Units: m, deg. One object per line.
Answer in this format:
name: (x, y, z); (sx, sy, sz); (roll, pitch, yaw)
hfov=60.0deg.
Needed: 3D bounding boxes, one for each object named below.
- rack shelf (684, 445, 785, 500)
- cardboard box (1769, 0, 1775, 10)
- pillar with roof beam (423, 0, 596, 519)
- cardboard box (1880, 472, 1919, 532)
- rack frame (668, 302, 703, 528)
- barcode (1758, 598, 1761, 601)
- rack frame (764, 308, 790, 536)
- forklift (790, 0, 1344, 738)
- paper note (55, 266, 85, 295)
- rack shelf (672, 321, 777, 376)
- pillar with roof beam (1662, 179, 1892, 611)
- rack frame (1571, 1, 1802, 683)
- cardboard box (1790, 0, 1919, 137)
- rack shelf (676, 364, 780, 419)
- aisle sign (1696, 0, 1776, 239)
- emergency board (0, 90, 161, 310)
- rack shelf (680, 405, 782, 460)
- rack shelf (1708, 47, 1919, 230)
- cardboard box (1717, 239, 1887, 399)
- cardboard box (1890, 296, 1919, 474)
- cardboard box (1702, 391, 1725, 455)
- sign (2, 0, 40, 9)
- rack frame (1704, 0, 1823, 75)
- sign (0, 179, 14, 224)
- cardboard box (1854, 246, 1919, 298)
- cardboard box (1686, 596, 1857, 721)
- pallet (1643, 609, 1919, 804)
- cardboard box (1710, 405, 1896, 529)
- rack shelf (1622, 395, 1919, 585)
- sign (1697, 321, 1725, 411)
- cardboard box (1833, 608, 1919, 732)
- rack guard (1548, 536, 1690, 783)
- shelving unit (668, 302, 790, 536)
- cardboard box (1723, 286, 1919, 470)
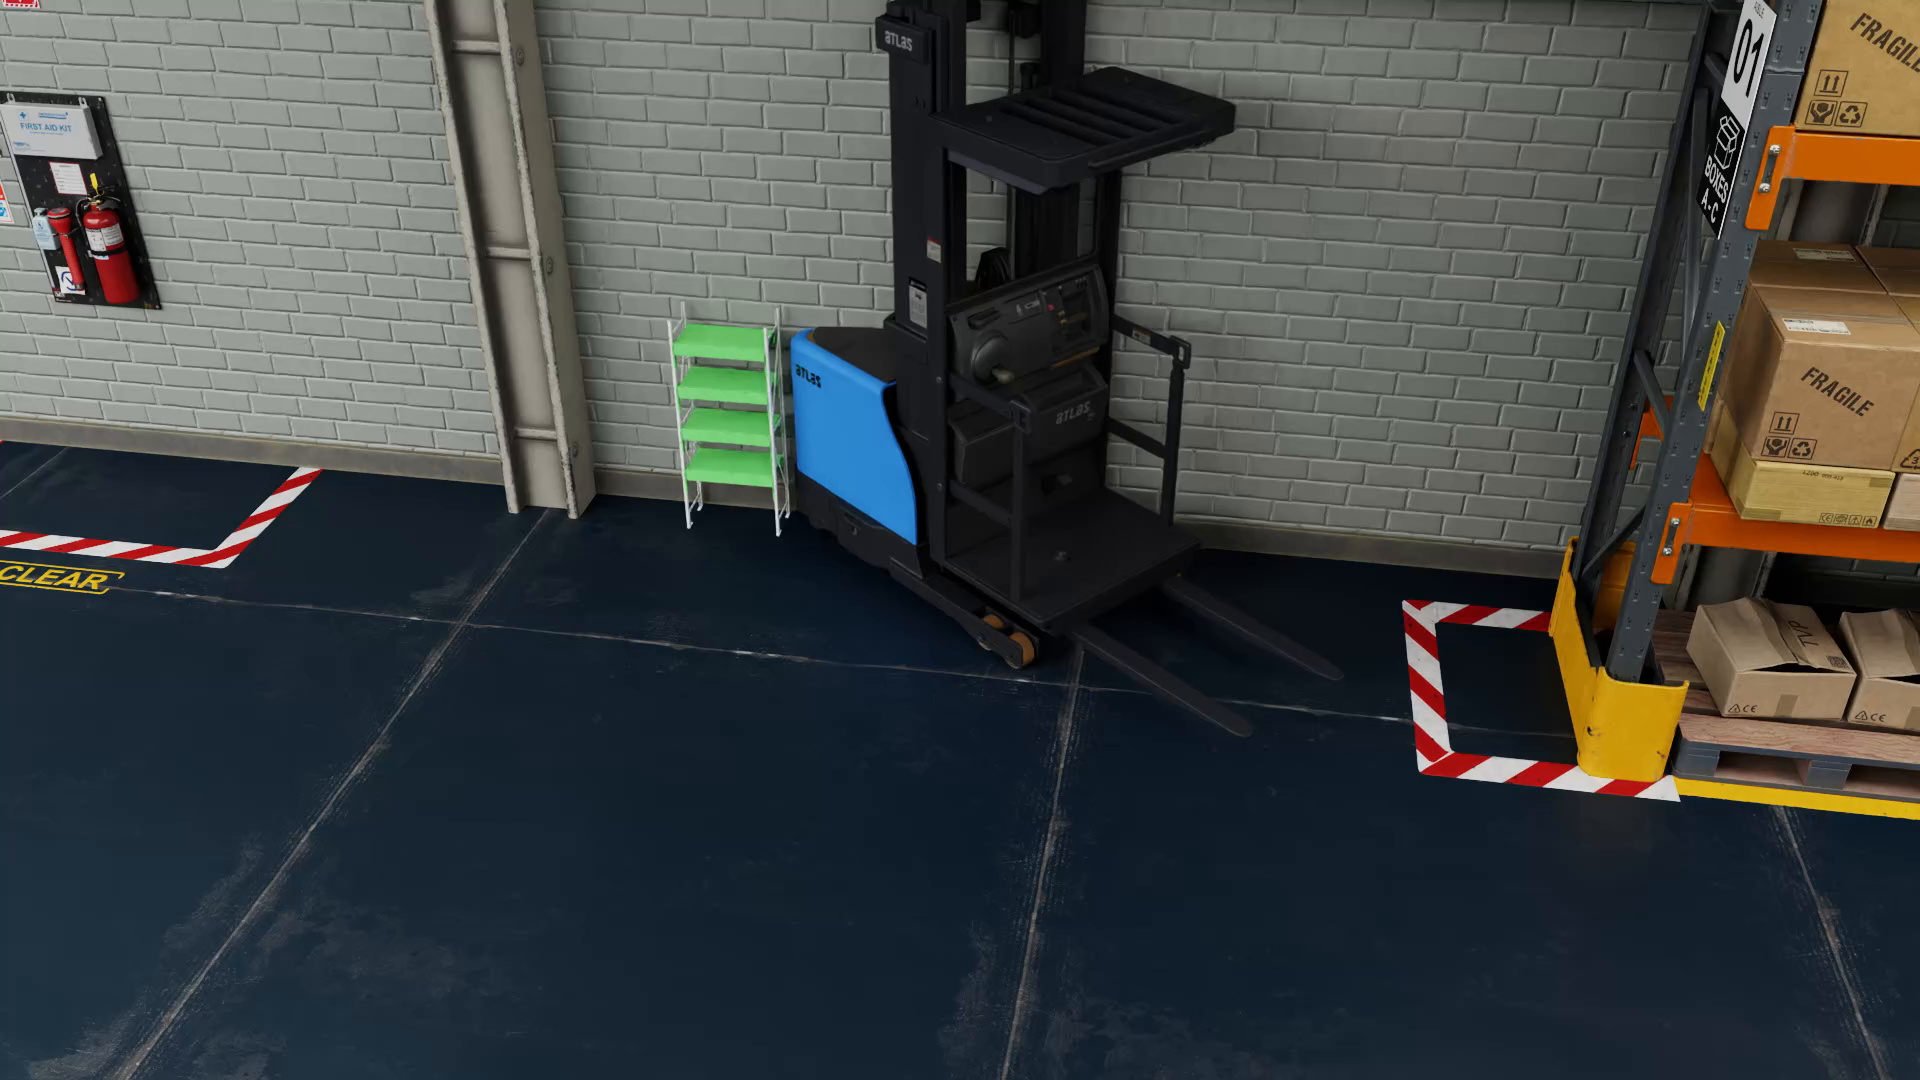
rack shelf: (-1.182, -0.356, 8.758); (0.480, 0.148, 0.258); (5, 32, 8)
cardboard box: (3.313, -1.976, 6.139); (0.500, 0.500, 0.500); (7, 33, 12)
pillar with roof beam: (-2.944, -1.775, 3.105); (0.400, 9.000, 9.100); (5, 32, 8)
cardboard box: (3.801, -0.255, 6.452); (0.500, 0.250, 0.500); (4, 32, 7)
rack frame: (-1.421, -0.635, 8.628); (0.015, 1.200, 0.240); (5, 32, 8)
barcode: (3.611, 0.292, 7.567); (0.075, 0.075, 0.001); (5, 32, 8)
rack frame: (-0.939, -0.592, 8.564); (0.015, 1.200, 0.240); (5, 32, 8)
forklift: (0.466, -0.946, 7.498); (1.130, 2.935, 3.031); (-25, 40, -34)
paper note: (-4.812, -1.403, 8.994); (0.142, 0.148, 0.016); (5, 32, 8)
rack shelf: (-1.178, -0.966, 8.375); (0.480, 0.148, 0.258); (5, 32, 8)
pillar with roof beam: (2.970, -1.240, 2.249); (0.400, 9.000, 9.100); (5, 32, 8)
rack frame: (2.859, -0.558, 6.815); (0.127, 3.000, 1.000); (5, 32, 8)
cardboard box: (3.146, -1.720, 5.731); (0.500, 0.500, 0.500); (6, 33, 9)
rack shelf: (-1.180, -0.762, 8.503); (0.480, 0.148, 0.258); (5, 32, 8)
aisle sign: (2.738, -1.510, 5.885); (0.004, 0.787, 0.394); (5, 32, 8)
emergency board: (-4.650, -1.724, 8.678); (0.643, 1.169, 0.194); (5, 32, 8)
rack shelf: (-1.181, -0.559, 8.630); (0.480, 0.148, 0.258); (5, 32, 8)
rack shelf: (4.830, -1.346, 5.925); (4.000, 0.370, 1.077); (5, 32, 8)
cardboard box: (3.359, -0.890, 6.761); (0.500, 0.500, 0.500); (5, 32, 8)
cardboard box: (3.764, -0.572, 6.252); (0.500, 0.500, 0.500); (5, 32, 8)
cardboard box: (3.352, -0.563, 6.945); (0.500, 0.250, 0.500); (6, 32, 9)
sign: (-4.641, -2.760, 8.147); (0.199, 0.298, 0.001); (5, 32, 8)
rack frame: (2.859, -3.101, 5.223); (0.127, 3.000, 1.000); (5, 32, 8)
sign: (-5.177, -1.843, 8.833); (0.234, 0.329, 0.001); (5, 32, 8)
cardboard box: (3.854, -0.840, 6.681); (0.500, 0.500, 0.500); (6, 32, 9)
cardboard box: (3.526, 0.504, 7.238); (0.500, 0.311, 0.500); (2, 32, 3)
pallet: (3.729, 0.721, 7.398); (1.213, 0.211, 1.003); (5, 32, 8)
cardboard box: (3.287, -0.294, 6.514); (0.500, 0.250, 0.500); (4, 32, 7)
rack shelf: (4.830, -0.075, 6.720); (4.000, 0.370, 1.077); (5, 32, 8)
sign: (2.768, -0.641, 6.132); (0.005, 0.325, 0.100); (5, 32, 8)
cardboard box: (4.088, 0.555, 7.156); (0.500, 0.311, 0.500); (8, 33, 12)
rack guard: (2.934, 0.508, 7.467); (0.348, 0.500, 1.175); (5, 32, 8)
shelving unit: (-1.180, -0.613, 8.596); (0.503, 1.200, 0.258); (5, 32, 8)
cardboard box: (3.279, -0.621, 6.331); (0.500, 0.500, 0.500); (5, 32, 8)
